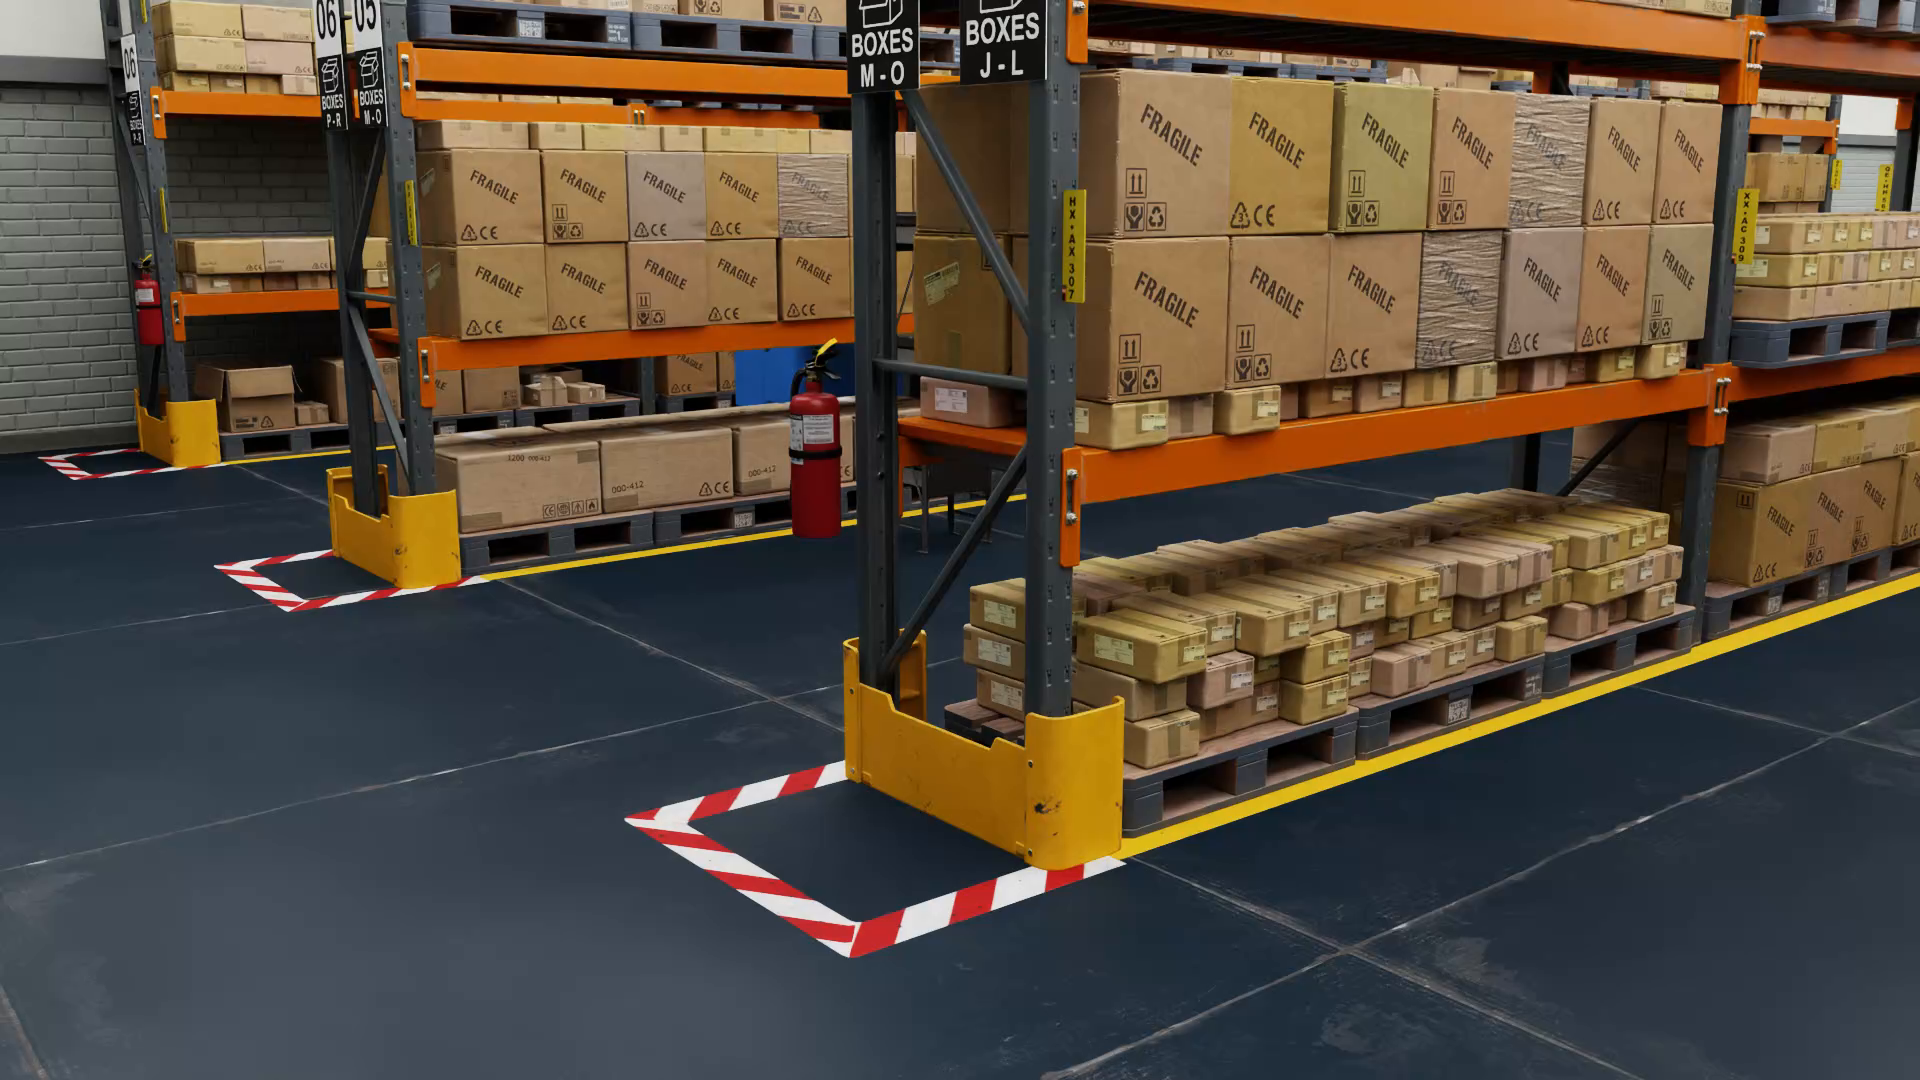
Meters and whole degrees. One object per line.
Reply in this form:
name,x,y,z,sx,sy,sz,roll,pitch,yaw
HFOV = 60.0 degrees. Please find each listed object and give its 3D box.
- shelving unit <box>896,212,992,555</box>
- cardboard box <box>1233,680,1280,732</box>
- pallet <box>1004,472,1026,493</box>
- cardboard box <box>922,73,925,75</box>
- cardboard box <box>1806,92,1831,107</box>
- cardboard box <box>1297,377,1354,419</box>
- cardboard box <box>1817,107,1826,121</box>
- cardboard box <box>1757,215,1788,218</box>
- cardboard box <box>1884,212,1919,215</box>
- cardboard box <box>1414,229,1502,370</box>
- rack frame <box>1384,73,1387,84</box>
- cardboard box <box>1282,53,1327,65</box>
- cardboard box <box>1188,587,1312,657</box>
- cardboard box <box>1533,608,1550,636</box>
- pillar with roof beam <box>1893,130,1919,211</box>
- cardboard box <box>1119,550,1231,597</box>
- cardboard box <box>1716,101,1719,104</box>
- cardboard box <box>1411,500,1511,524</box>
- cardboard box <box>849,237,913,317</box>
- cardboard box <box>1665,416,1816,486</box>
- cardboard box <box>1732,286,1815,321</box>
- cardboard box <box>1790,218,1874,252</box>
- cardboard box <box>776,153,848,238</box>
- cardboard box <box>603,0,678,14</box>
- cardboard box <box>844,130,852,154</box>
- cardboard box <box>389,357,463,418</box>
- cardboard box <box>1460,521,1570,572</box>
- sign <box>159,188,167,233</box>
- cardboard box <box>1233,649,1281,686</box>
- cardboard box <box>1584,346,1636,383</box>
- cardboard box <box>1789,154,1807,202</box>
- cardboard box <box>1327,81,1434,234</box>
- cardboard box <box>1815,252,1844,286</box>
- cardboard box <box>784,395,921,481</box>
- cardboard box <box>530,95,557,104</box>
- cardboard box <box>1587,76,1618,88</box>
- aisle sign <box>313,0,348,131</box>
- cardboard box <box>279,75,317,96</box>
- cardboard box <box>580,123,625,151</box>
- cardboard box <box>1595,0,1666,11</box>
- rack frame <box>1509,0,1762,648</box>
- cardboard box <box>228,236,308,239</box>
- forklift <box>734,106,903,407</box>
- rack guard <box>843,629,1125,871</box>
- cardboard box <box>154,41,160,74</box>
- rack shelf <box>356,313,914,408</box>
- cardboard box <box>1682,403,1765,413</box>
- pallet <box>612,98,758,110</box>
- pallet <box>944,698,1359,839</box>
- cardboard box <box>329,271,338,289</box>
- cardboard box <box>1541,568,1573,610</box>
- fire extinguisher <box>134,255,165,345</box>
shelving unit,-0.129,-1.006,9.810,0.503,2.100,0.431,-9,15,-38
cardboard box,0.946,0.564,6.102,0.250,0.149,0.380,-9,15,-37
pallet,0.501,-0.585,12.376,1.213,0.211,1.003,-9,15,-38
cardboard box,-0.565,-4.743,16.706,0.250,0.149,0.380,-10,16,-40
cardboard box,9.085,-4.823,18.045,0.500,0.250,0.500,-10,15,-38
cardboard box,1.212,-0.547,6.088,0.250,0.149,0.380,-10,15,-38
cardboard box,9.212,-4.647,18.173,0.250,0.149,0.380,-9,15,-37
cardboard box,4.120,-1.638,8.783,0.250,0.149,0.380,-10,16,-39
cardboard box,5.550,-1.876,9.903,0.250,0.149,0.380,-10,16,-39
cardboard box,1.703,-0.938,6.368,0.500,0.500,0.500,-10,16,-39
rack frame,3.069,-2.356,14.002,0.127,3.000,1.000,-9,15,-38
cardboard box,2.415,-3.918,12.886,0.500,0.500,0.700,-10,16,-40
cardboard box,1.032,0.290,5.962,0.250,0.149,0.380,-9,15,-38
cardboard box,2.321,0.328,7.217,0.250,0.149,0.380,-10,16,-39
pillar with roof beam,21.850,-8.826,30.031,0.400,9.000,9.100,-9,15,-38
cardboard box,0.845,0.159,6.577,0.250,0.149,0.380,-10,16,-40
cardboard box,7.651,-4.373,16.885,0.250,0.149,0.380,-10,15,-39
cardboard box,2.300,-0.071,7.662,0.250,0.149,0.380,-10,15,-38
cardboard box,-0.655,-1.716,10.750,0.500,0.500,0.500,-10,16,-39
cardboard box,3.859,-0.450,8.226,0.500,0.250,0.500,-10,16,-40
cardboard box,3.712,-1.106,7.710,0.250,0.149,0.380,-10,16,-40
cardboard box,4.128,-1.467,7.978,0.250,0.149,0.380,-9,15,-37
cardboard box,-1.043,-2.137,10.322,0.500,0.500,0.500,-9,15,-37
cardboard box,-1.978,-3.182,9.633,0.500,0.311,0.500,-9,15,-37
cardboard box,-0.757,-2.517,10.553,0.250,0.149,0.380,-10,15,-38
cardboard box,-4.578,-1.326,14.159,0.500,0.500,0.500,-9,15,-37
cardboard box,2.386,0.033,7.170,0.250,0.149,0.380,-9,15,-36
sign,-5.942,-2.458,12.398,0.005,0.325,0.100,-9,15,-38
cardboard box,0.948,0.417,6.081,0.250,0.149,0.380,-9,15,-37
cardboard box,2.661,-0.773,7.153,0.250,0.149,0.380,-9,15,-35
cardboard box,8.654,-3.911,17.963,0.500,0.500,0.700,-9,15,-37
cardboard box,1.320,-1.357,5.935,0.500,0.500,0.500,-10,15,-39
cardboard box,3.913,-1.286,7.839,0.250,0.149,0.380,-10,15,-39
cardboard box,-0.612,-0.725,11.478,0.875,0.438,0.875,-10,15,-38
cardboard box,-3.662,-3.827,14.311,0.250,0.149,0.380,-9,15,-36
cardboard box,5.827,-4.375,15.639,0.500,0.250,0.500,-10,15,-39
aisle sign,-3.428,-2.630,9.036,0.004,0.787,0.394,-9,15,-38
cardboard box,-5.229,-3.555,13.032,0.250,0.149,0.380,-9,15,-36
cardboard box,-2.099,-2.272,9.397,0.250,0.149,0.380,-10,16,-39
cardboard box,2.505,-2.271,6.740,0.500,0.250,0.500,-9,15,-38
rack frame,3.117,-1.047,7.838,0.127,3.000,1.000,-9,15,-38
cardboard box,-5.685,-2.364,13.685,0.500,0.250,0.500,-9,15,-37
forklift,-0.296,-2.185,13.365,3.031,2.935,1.130,-9,15,-36
rack guard,0.053,0.685,5.700,0.348,0.500,1.175,-9,15,-38
cardboard box,-6.104,-3.764,13.055,0.500,0.250,0.500,-10,15,-39
rack shelf,-1.616,-1.225,10.410,4.000,0.370,1.077,-9,15,-38
cardboard box,3.950,-0.599,8.929,0.500,0.250,0.500,-9,15,-35
pallet,-2.605,-4.090,15.400,1.003,0.211,1.213,-9,15,-38
pallet,0.709,0.726,6.200,1.213,0.211,1.003,-9,15,-38
cardboard box,-5.061,-2.136,13.572,0.250,0.149,0.380,-9,15,-37
cardboard box,2.411,0.180,7.194,0.250,0.149,0.380,-9,15,-37
fire extinguisher,-6.108,-1.808,12.506,0.183,0.674,0.296,-9,15,-38
